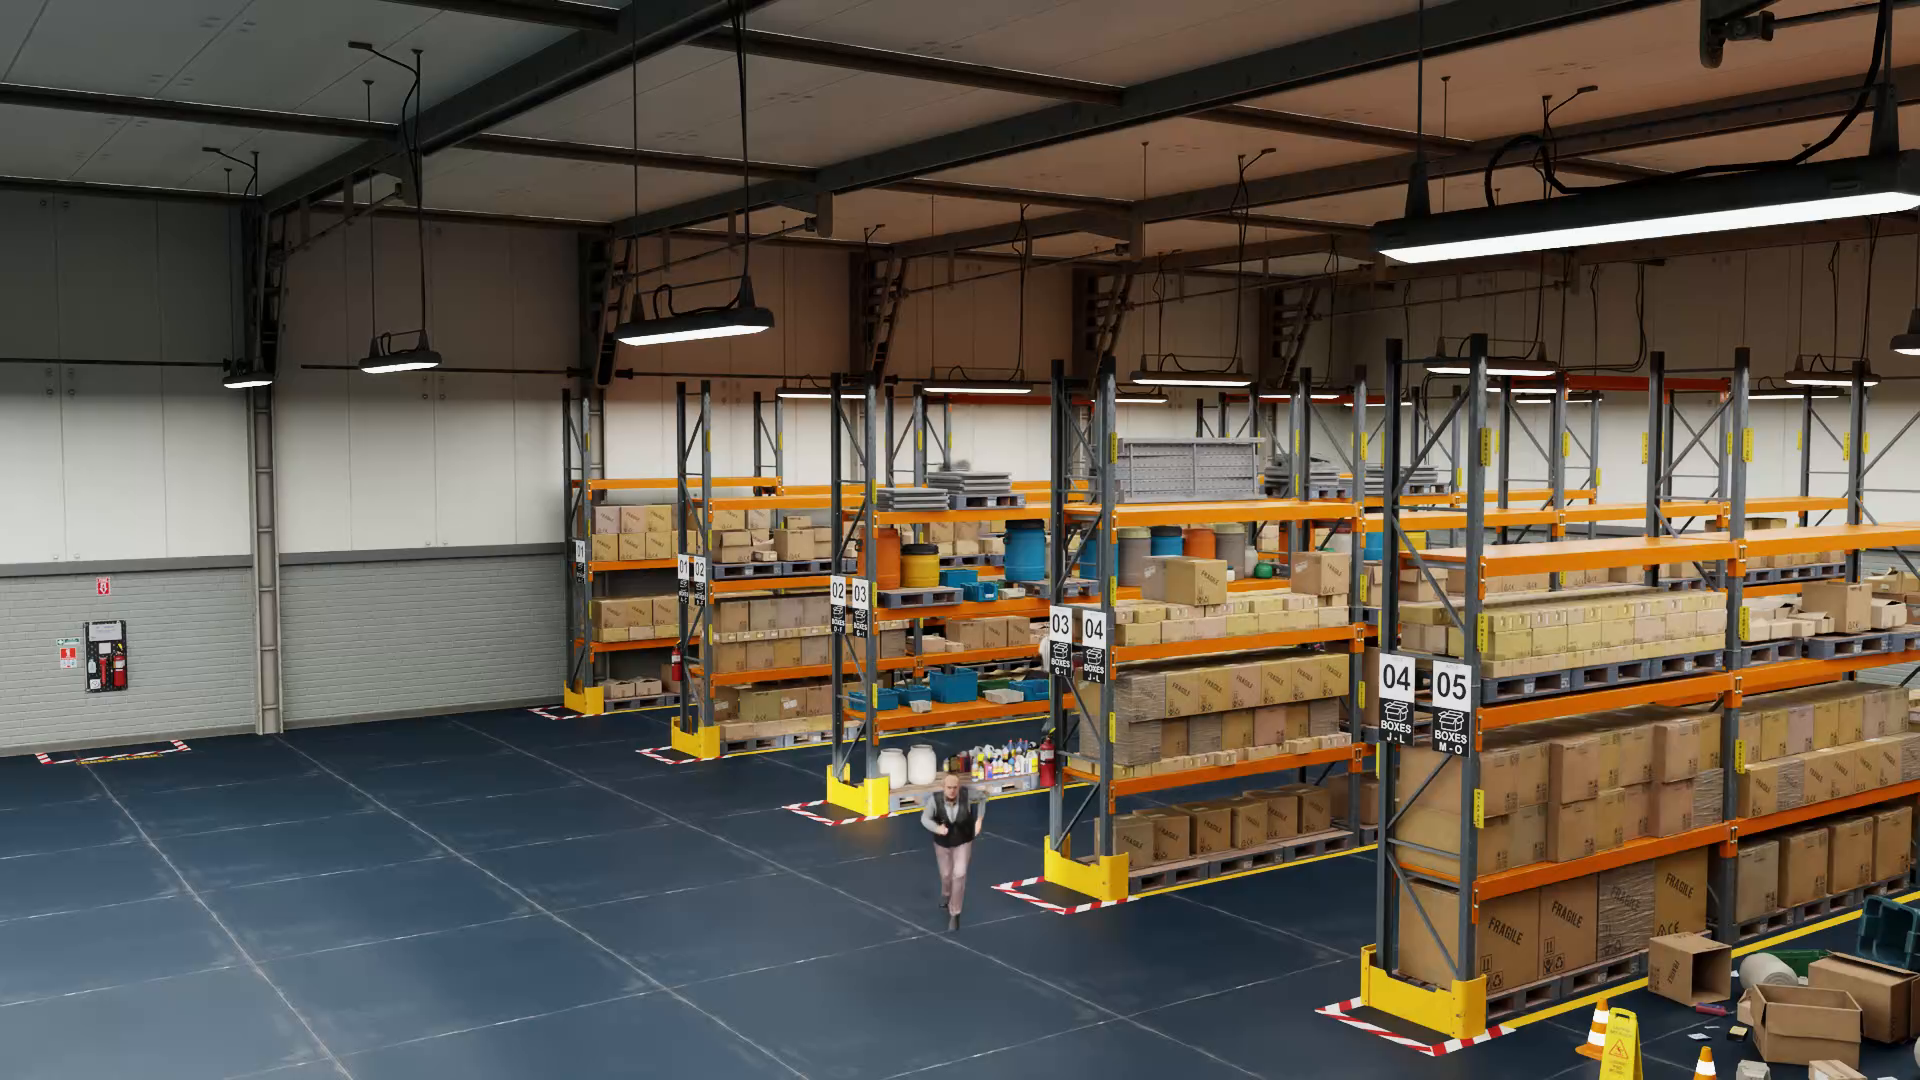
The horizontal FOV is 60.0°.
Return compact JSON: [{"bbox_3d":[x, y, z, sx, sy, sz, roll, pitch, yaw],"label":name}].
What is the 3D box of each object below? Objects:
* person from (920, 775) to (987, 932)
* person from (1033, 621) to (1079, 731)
[{"bbox_3d":[-0.068,3.244,17.585,0.698,1.678,0.996,0,4,-1],"label":"person"},{"bbox_3d":[1.593,2.243,27.889,0.862,1.810,0.640,-3,5,-43],"label":"person"}]
